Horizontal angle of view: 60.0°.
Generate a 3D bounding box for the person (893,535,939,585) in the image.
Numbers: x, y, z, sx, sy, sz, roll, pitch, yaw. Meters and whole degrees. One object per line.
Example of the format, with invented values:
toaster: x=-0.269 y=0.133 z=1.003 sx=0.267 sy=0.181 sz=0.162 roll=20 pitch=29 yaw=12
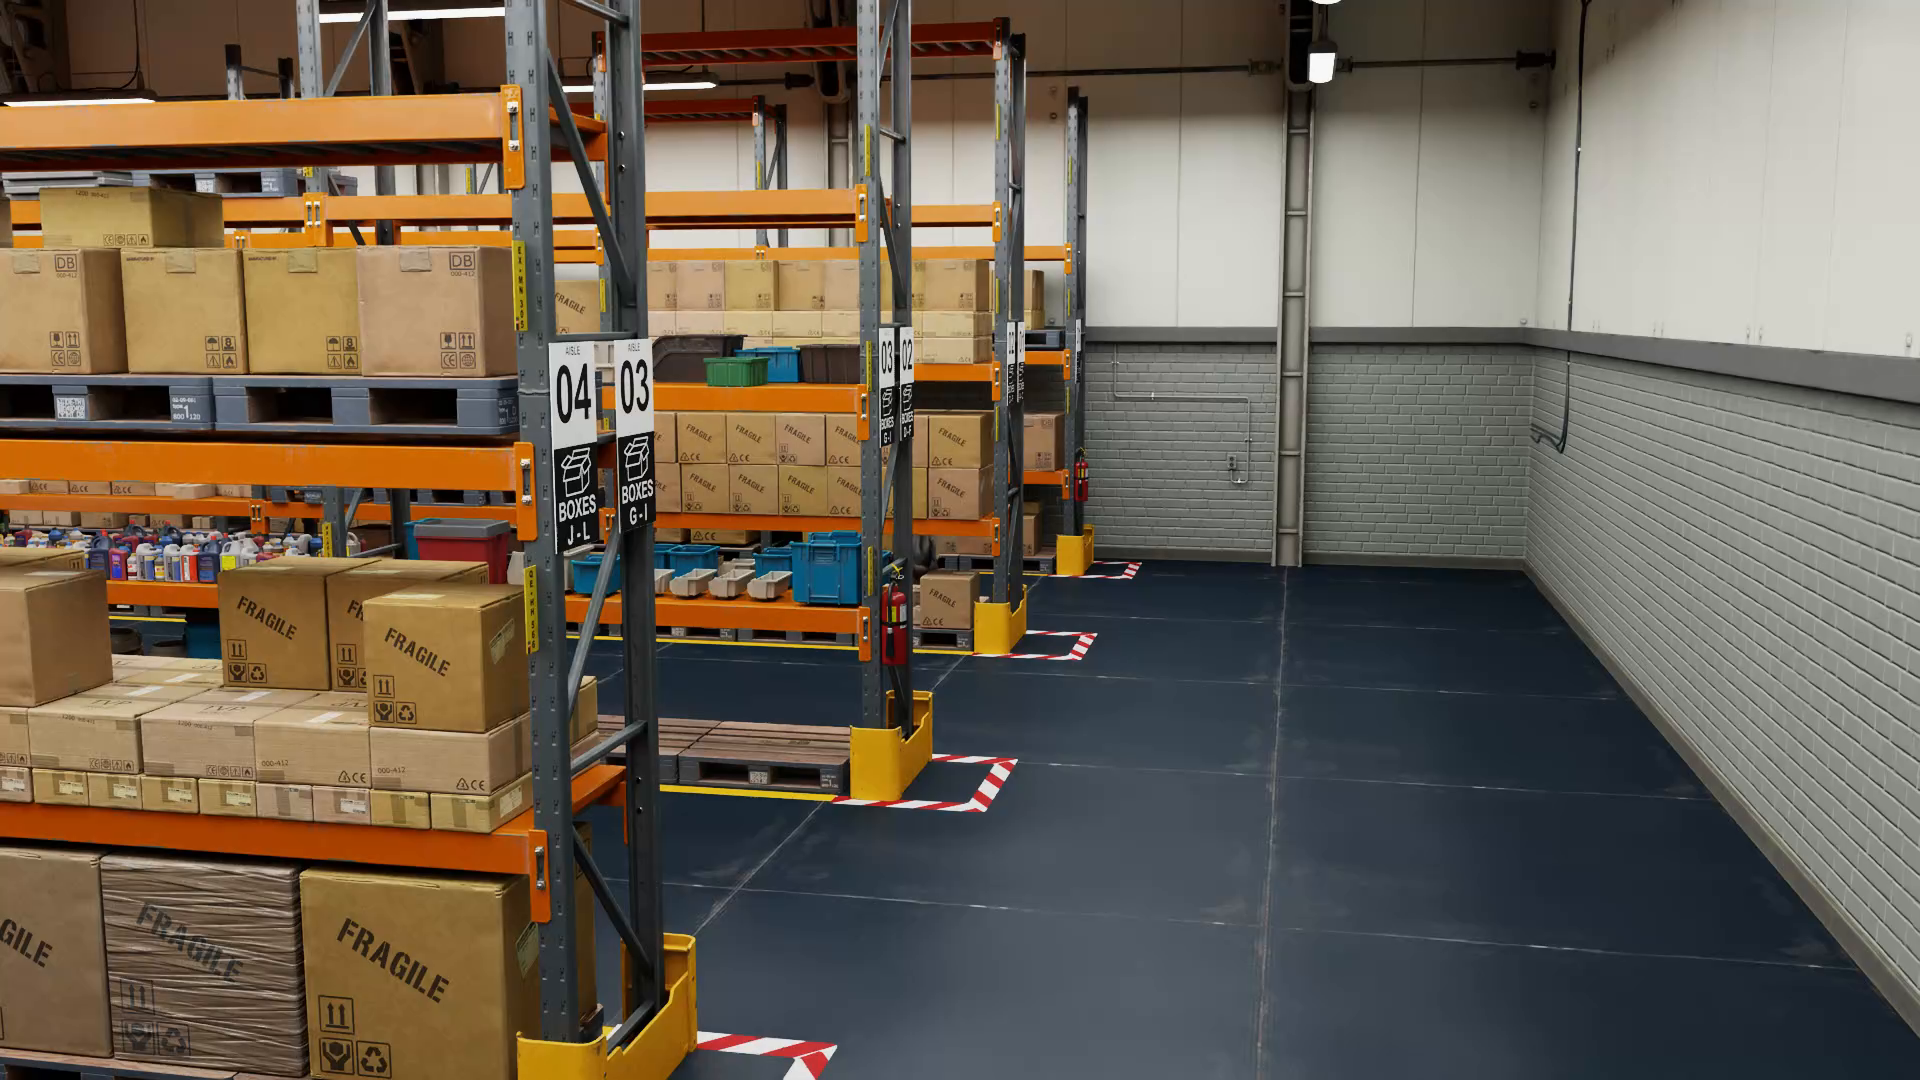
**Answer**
person: x=-0.523 y=0.269 z=19.487 sx=0.526 sy=0.834 sz=0.886 roll=2 pitch=8 yaw=11
